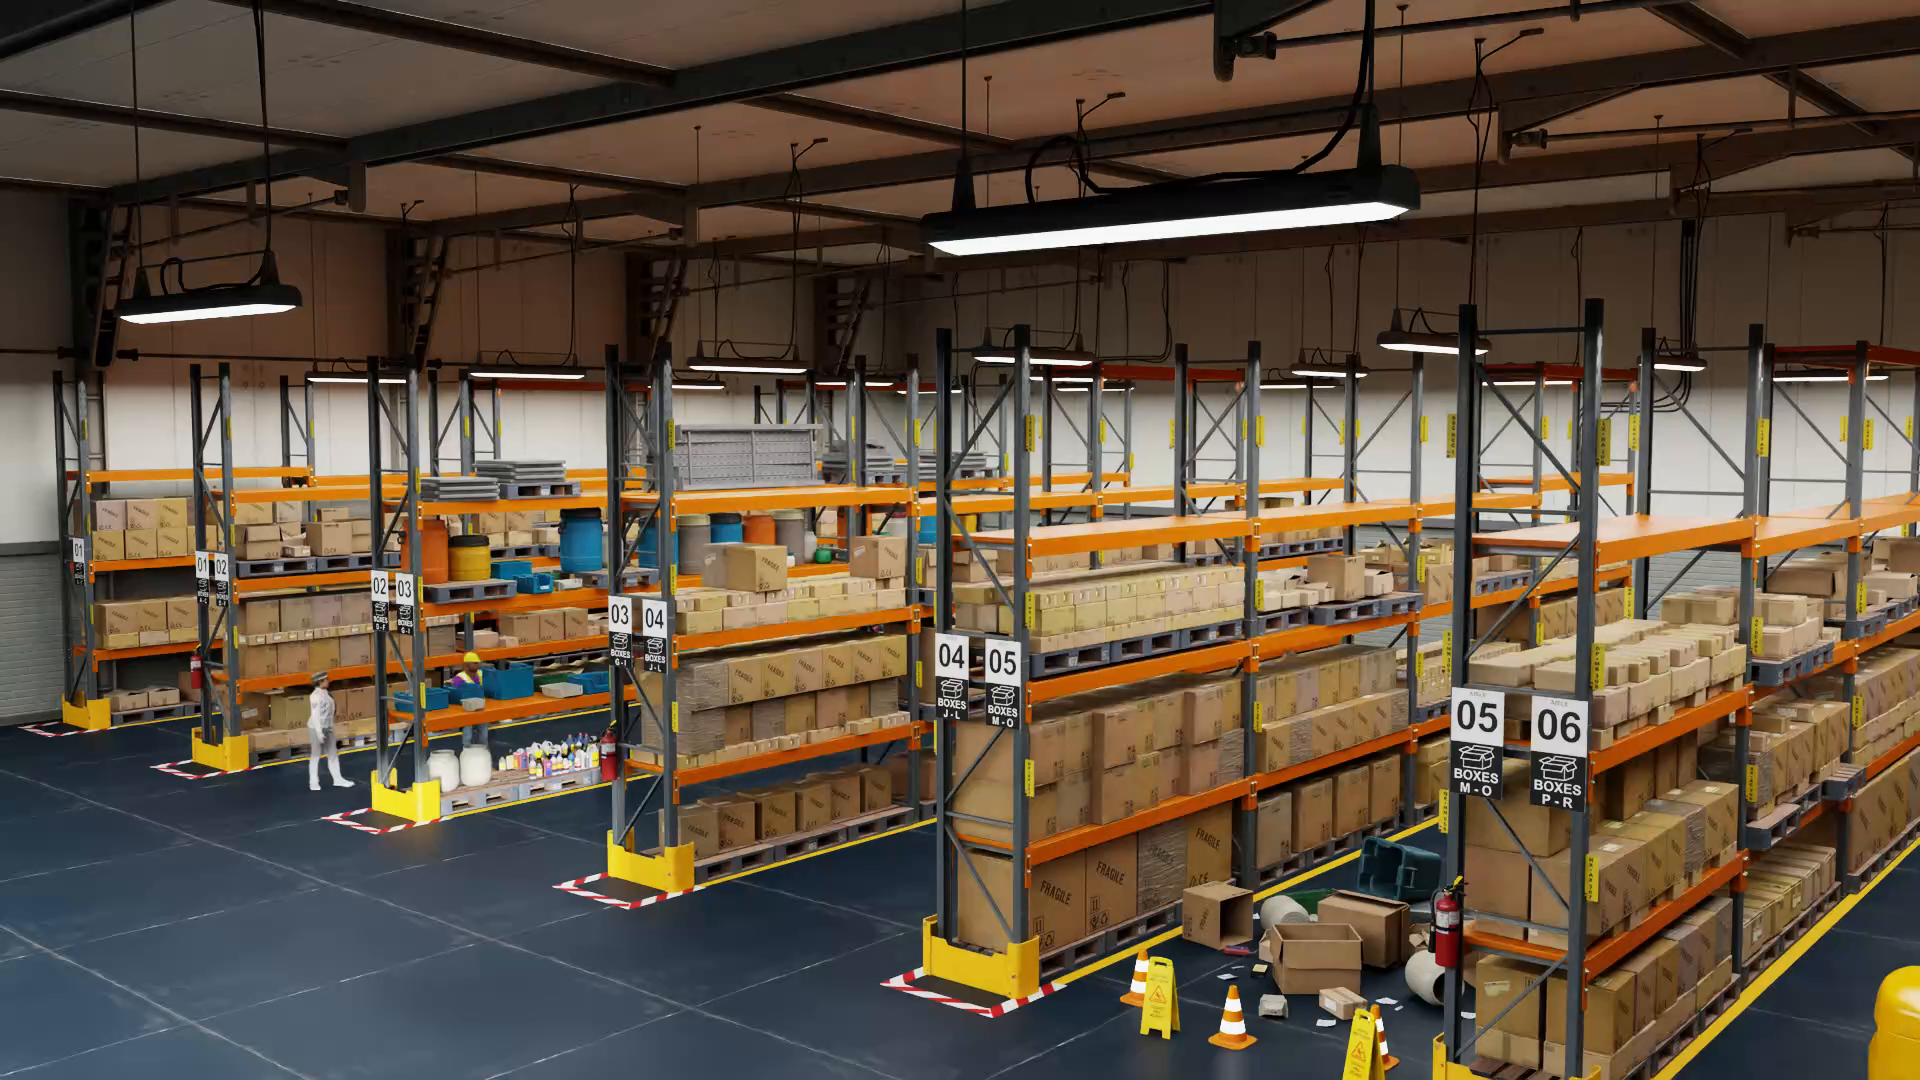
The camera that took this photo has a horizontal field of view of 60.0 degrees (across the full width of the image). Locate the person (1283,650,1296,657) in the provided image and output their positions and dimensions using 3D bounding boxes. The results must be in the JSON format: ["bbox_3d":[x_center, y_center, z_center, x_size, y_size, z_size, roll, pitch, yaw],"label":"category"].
[{"bbox_3d":[4.938,2.501,25.798,0.481,1.632,0.626,-3,5,-33],"label":"person"}]

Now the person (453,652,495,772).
[{"bbox_3d":[-7.100,2.528,24.287,0.603,1.781,0.456,-4,6,-44],"label":"person"}]

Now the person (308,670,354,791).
[{"bbox_3d":[-8.869,2.654,23.277,0.543,1.680,0.521,1,4,14],"label":"person"}]
